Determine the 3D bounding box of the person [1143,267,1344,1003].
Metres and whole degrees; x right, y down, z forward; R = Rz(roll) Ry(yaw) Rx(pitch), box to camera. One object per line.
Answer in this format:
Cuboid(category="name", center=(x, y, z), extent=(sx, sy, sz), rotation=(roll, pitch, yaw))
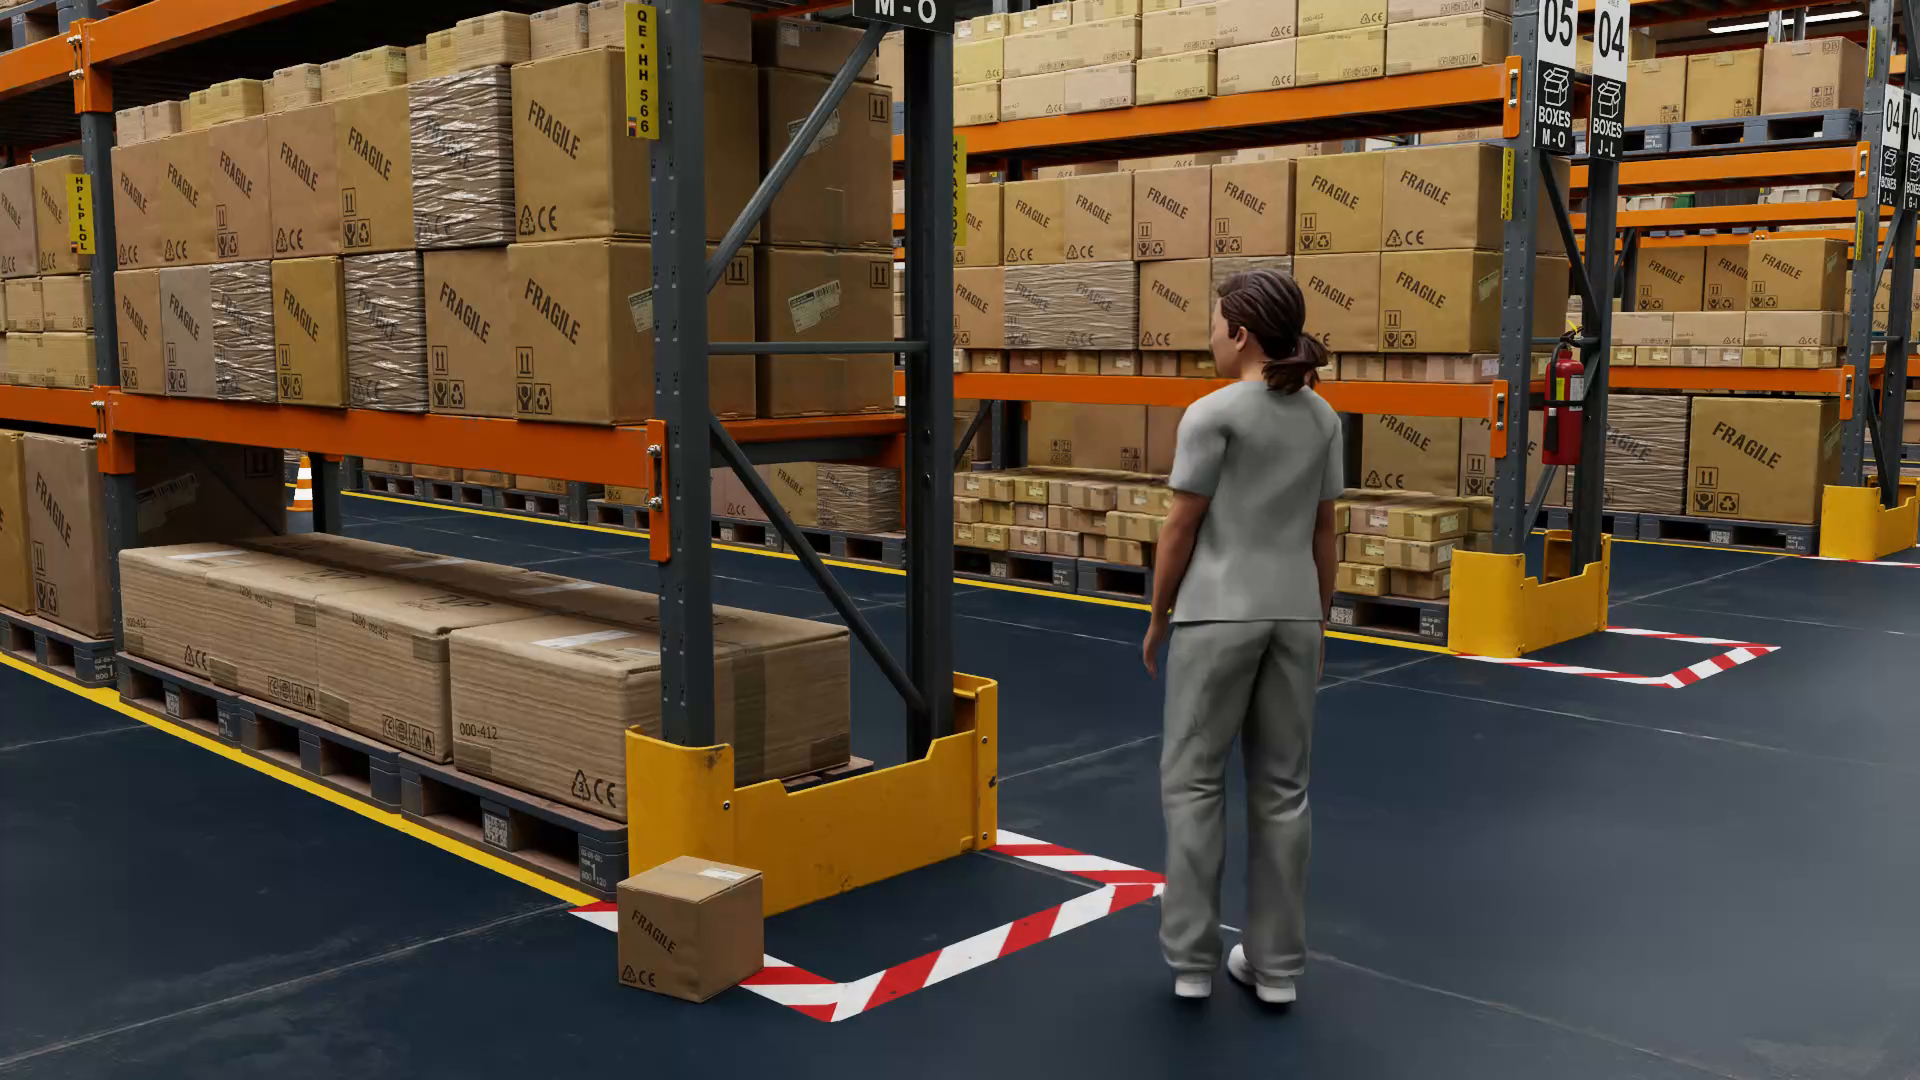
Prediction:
Cuboid(category="person", center=(0.652, 0.224, 3.838), extent=(0.465, 1.683, 0.385), rotation=(-3, 8, -21))
